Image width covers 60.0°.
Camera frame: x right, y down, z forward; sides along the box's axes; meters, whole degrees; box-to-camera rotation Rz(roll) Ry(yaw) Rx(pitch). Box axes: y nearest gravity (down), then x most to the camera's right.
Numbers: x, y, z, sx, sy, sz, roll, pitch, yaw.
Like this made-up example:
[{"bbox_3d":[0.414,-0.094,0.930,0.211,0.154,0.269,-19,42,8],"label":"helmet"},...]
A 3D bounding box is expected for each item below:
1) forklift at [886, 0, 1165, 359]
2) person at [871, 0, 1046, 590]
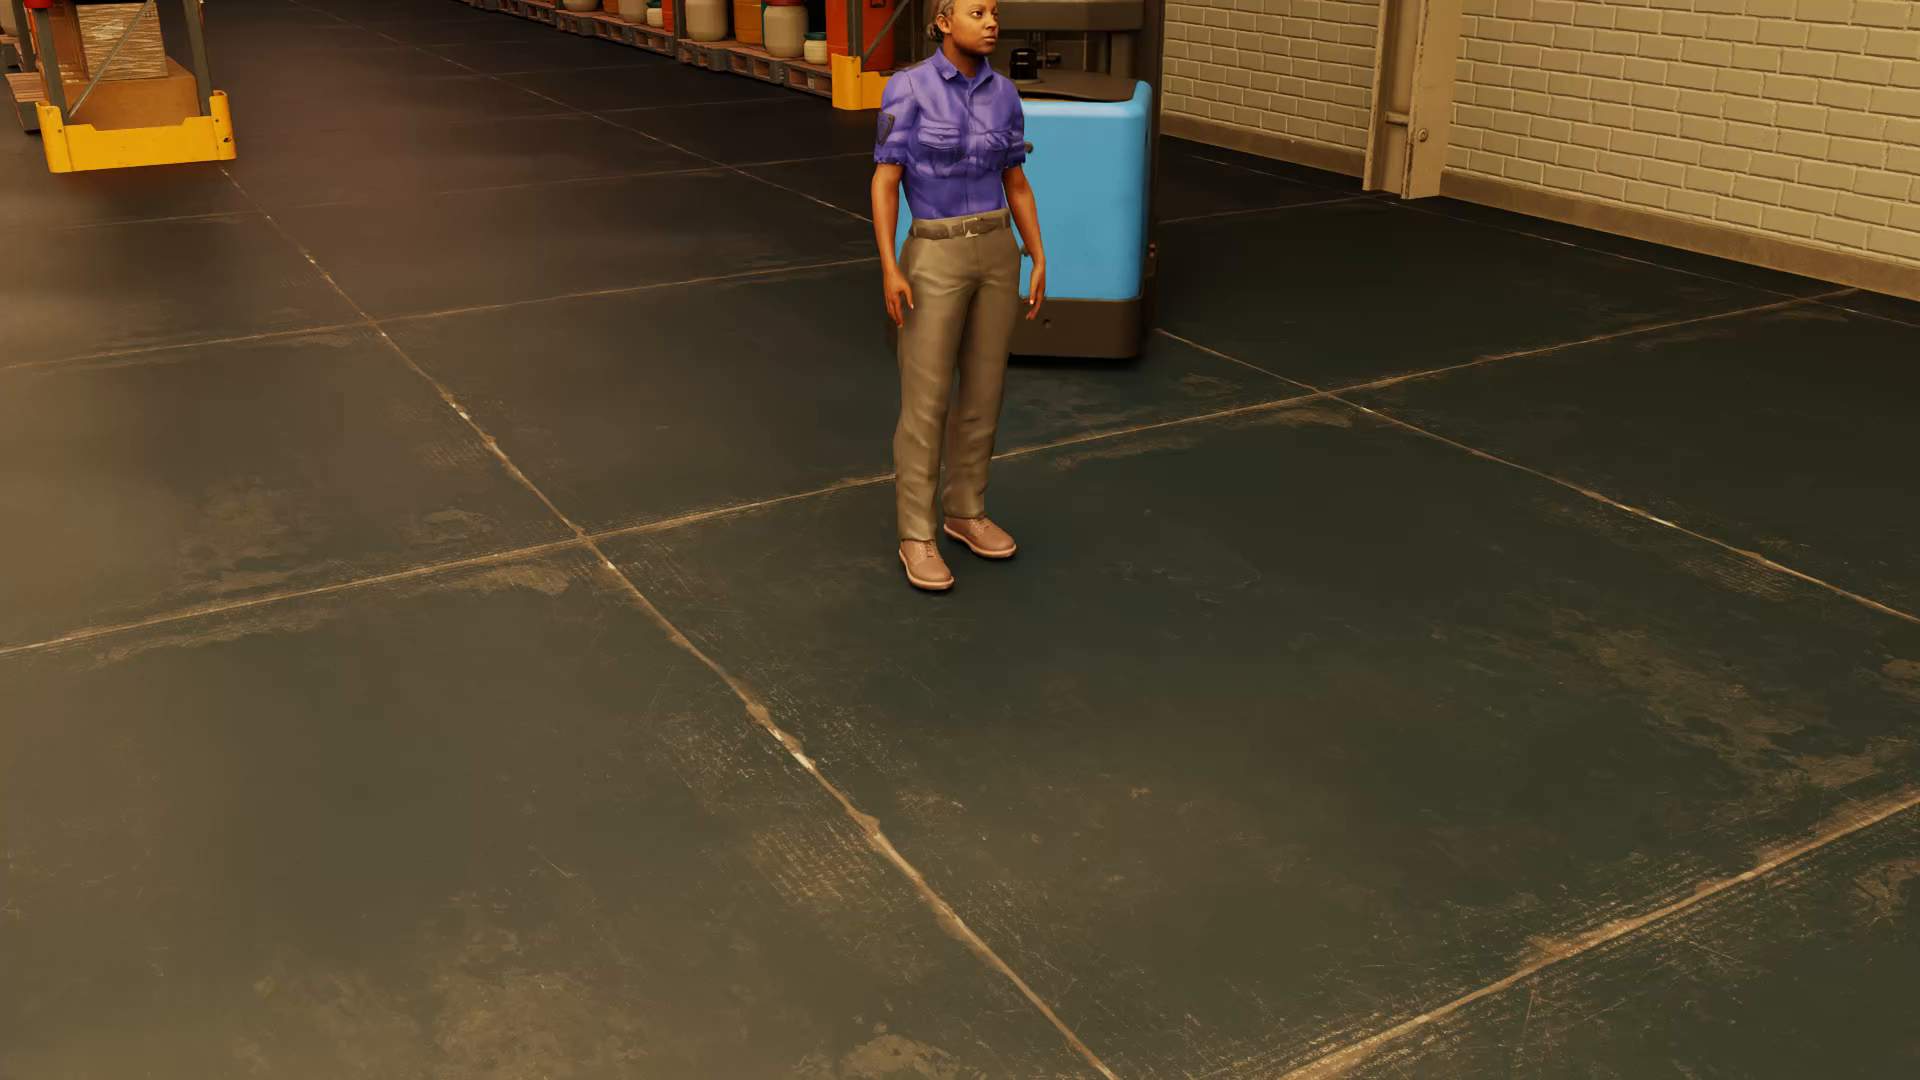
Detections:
[{"bbox_3d":[0.410,-2.614,7.644,1.130,2.935,3.031,3,22,7],"label":"forklift"},{"bbox_3d":[0.027,-0.740,4.738,0.569,1.655,0.504,-12,25,-28],"label":"person"}]
